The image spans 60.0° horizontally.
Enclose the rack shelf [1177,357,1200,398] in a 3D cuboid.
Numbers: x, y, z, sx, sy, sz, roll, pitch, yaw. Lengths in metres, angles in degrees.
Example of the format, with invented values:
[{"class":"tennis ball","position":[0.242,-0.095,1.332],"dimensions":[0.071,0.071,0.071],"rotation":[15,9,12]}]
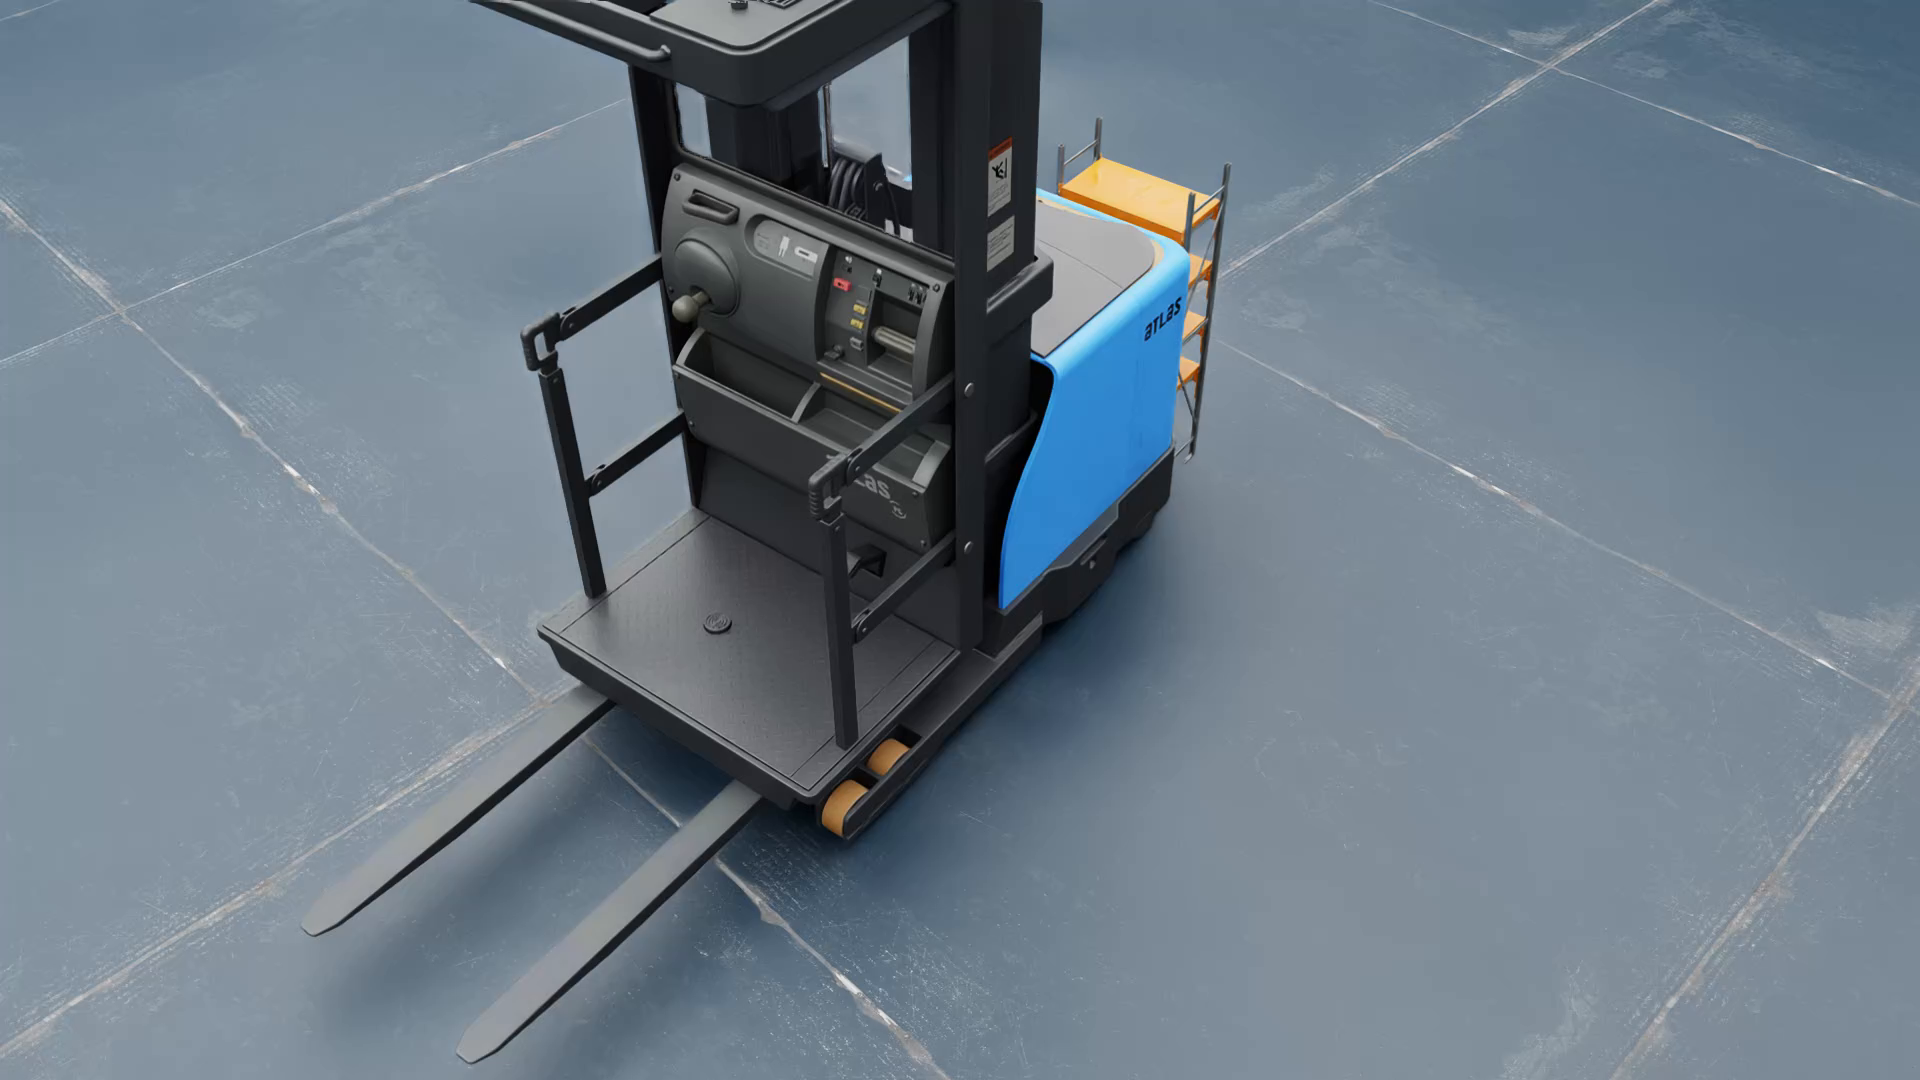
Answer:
[{"class":"rack shelf","position":[0.588,-0.596,5.902],"dimensions":[0.480,0.148,0.258],"rotation":[27,49,26]}]

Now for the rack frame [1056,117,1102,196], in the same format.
[{"class":"rack frame","position":[0.393,-0.891,5.829],"dimensions":[0.015,1.200,0.240],"rotation":[27,49,26]}]

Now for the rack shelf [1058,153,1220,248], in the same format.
[{"class":"rack shelf","position":[0.589,-1.080,5.456],"dimensions":[0.480,0.148,0.258],"rotation":[27,49,26]}]

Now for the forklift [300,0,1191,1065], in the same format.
[{"class":"forklift","position":[-0.550,-0.596,4.235],"dimensions":[1.130,2.935,3.031],"rotation":[27,49,26]}]

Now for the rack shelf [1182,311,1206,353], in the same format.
[{"class":"rack shelf","position":[0.588,-0.742,5.768],"dimensions":[0.480,0.148,0.258],"rotation":[27,49,26]}]

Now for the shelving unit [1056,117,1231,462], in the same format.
[{"class":"shelving unit","position":[0.588,-0.791,5.722],"dimensions":[0.503,1.200,0.258],"rotation":[27,49,26]}]

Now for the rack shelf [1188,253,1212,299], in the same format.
[{"class":"rack shelf","position":[0.588,-0.906,5.616],"dimensions":[0.480,0.148,0.258],"rotation":[27,49,26]}]

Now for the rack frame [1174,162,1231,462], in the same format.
[{"class":"rack frame","position":[0.784,-0.692,5.615],"dimensions":[0.015,1.200,0.240],"rotation":[27,49,26]}]
